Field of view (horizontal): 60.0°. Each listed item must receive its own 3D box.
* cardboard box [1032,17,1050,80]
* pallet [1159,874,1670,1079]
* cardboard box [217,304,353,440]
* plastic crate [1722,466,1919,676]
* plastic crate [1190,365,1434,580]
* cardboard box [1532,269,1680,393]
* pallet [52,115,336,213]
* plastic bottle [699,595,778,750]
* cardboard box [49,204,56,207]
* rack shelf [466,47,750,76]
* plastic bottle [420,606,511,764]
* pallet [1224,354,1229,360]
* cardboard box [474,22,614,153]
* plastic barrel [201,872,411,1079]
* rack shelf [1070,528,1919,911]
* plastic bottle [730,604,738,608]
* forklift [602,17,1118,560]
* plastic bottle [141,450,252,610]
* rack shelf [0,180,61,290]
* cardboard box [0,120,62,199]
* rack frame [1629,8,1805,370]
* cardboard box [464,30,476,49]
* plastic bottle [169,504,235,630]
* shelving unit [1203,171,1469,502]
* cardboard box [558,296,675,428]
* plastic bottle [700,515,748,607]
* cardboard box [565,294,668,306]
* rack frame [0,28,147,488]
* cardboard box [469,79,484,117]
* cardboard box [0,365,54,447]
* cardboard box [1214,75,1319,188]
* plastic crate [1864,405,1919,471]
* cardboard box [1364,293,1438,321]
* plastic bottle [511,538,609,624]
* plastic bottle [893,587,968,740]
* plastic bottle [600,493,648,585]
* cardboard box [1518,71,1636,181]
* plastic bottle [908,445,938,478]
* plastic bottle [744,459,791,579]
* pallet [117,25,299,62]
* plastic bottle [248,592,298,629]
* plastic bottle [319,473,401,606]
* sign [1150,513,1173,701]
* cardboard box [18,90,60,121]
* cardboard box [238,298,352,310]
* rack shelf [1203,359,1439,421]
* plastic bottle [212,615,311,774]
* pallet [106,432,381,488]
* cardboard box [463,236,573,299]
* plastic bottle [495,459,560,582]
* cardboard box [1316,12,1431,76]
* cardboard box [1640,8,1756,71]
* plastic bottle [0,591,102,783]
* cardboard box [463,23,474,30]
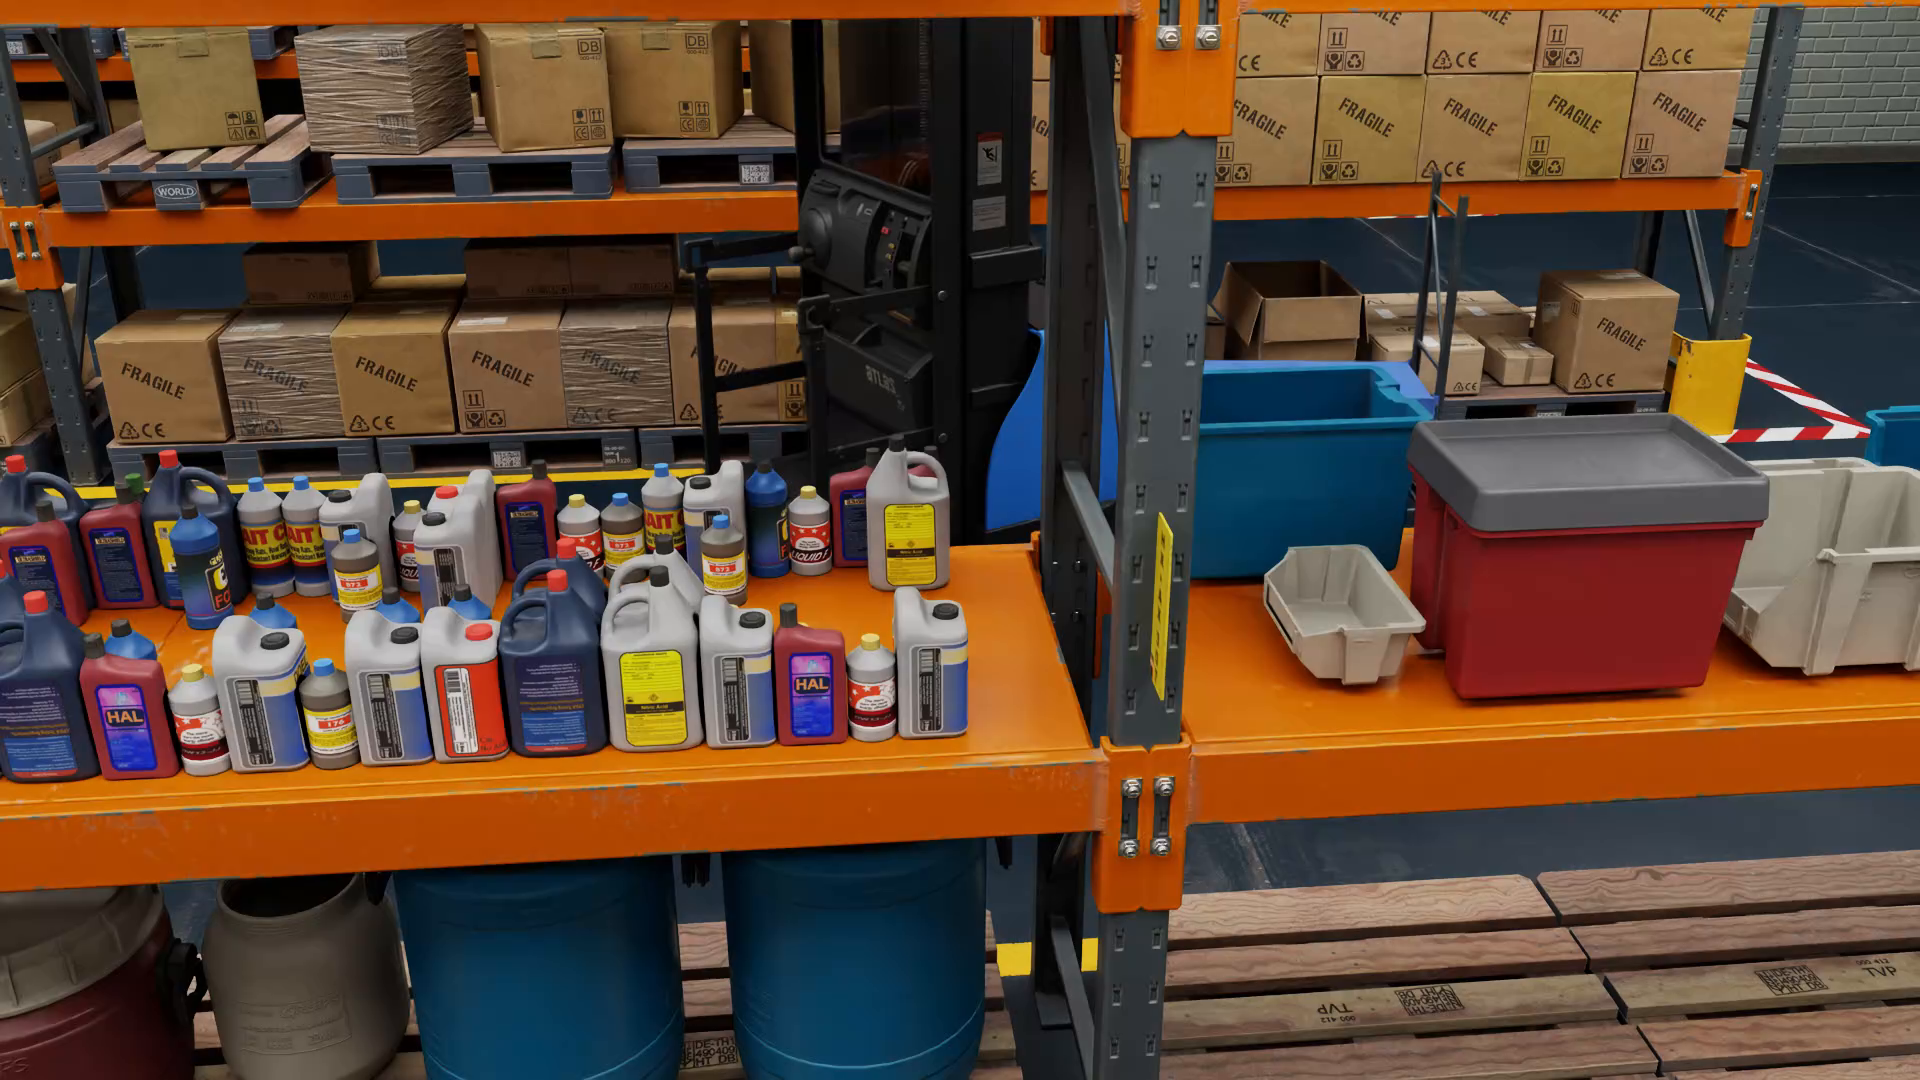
[{"bbox_3d":[0.318,-2.386,7.572,0.500,0.500,0.500,-2,24,-4],"label":"cardboard box"},{"bbox_3d":[1.032,1.253,4.172,1.213,0.211,1.003,-2,24,-5],"label":"pallet"},{"bbox_3d":[-3.158,-0.804,7.901,0.500,0.500,0.500,-3,24,-7],"label":"cardboard box"},{"bbox_3d":[1.842,0.064,3.486,0.530,0.282,0.437,-2,24,-5],"label":"plastic crate"},{"bbox_3d":[0.735,-0.153,3.847,0.575,0.384,0.392,-2,24,-5],"label":"plastic crate"},{"bbox_3d":[3.285,-1.076,8.514,0.500,0.500,0.500,-2,24,-5],"label":"cardboard box"},{"bbox_3d":[-3.492,-1.787,7.813,1.003,0.211,1.213,-2,24,-5],"label":"pallet"},{"bbox_3d":[-0.420,0.241,3.167,0.135,0.276,0.152,-2,24,-5],"label":"plastic bottle"},{"bbox_3d":[-6.879,-2.801,12.395,0.500,0.500,0.700,-2,24,-5],"label":"cardboard box"},{"bbox_3d":[-2.660,-3.572,12.480,4.000,0.370,1.077,-2,24,-5],"label":"rack shelf"},{"bbox_3d":[-0.922,0.261,3.122,0.135,0.276,0.152,-2,24,-5],"label":"plastic bottle"},{"bbox_3d":[1.721,-0.781,8.749,1.213,0.211,1.003,-2,24,-5],"label":"pallet"},{"bbox_3d":[-1.931,-2.121,7.688,0.500,0.500,0.700,-9,25,-18],"label":"cardboard box"},{"bbox_3d":[-1.514,0.998,3.858,0.421,0.512,0.421,0,24,0],"label":"plastic barrel"},{"bbox_3d":[2.295,0.272,3.830,4.000,0.370,1.077,-2,24,-5],"label":"rack shelf"},{"bbox_3d":[-0.451,0.226,3.294,0.097,0.201,0.097,0,24,0],"label":"plastic bottle"},{"bbox_3d":[-0.548,-1.171,6.276,3.031,2.935,1.130,-14,28,-29],"label":"forklift"},{"bbox_3d":[-1.699,-0.031,3.687,0.185,0.351,0.144,-2,24,-5],"label":"plastic bottle"},{"bbox_3d":[-6.150,-1.411,7.616,4.000,0.370,1.077,-2,24,-5],"label":"rack shelf"},{"bbox_3d":[-4.526,-1.782,7.675,0.500,0.311,0.500,-1,24,-2],"label":"cardboard box"},{"bbox_3d":[3.802,-2.138,8.368,0.127,3.000,1.000,-2,24,-5],"label":"rack frame"},{"bbox_3d":[-3.537,-3.678,12.116,0.250,0.149,0.380,-3,24,-6],"label":"cardboard box"},{"bbox_3d":[-1.644,0.053,3.597,0.097,0.271,0.097,0,24,0],"label":"plastic bottle"},{"bbox_3d":[1.520,-0.794,7.190,1.048,1.500,0.538,1,24,1],"label":"shelving unit"},{"bbox_3d":[-1.634,-0.866,8.041,0.500,0.500,0.500,-2,24,-4],"label":"cardboard box"},{"bbox_3d":[-0.527,0.043,3.705,0.097,0.201,0.097,0,24,0],"label":"plastic bottle"},{"bbox_3d":[-1.712,-1.074,8.509,0.500,0.500,0.500,-2,24,-5],"label":"cardboard box"},{"bbox_3d":[-4.160,-1.819,7.650,0.127,3.000,1.000,-2,24,-5],"label":"rack frame"},{"bbox_3d":[-3.905,-3.007,12.452,0.750,0.750,0.750,-3,24,-6],"label":"cardboard box"},{"bbox_3d":[-4.659,-0.635,7.854,0.500,0.250,0.500,-2,24,-4],"label":"cardboard box"},{"bbox_3d":[1.362,-1.975,7.878,0.500,0.500,0.500,-2,24,-5],"label":"cardboard box"},{"bbox_3d":[2.398,-0.146,4.017,0.300,0.233,0.416,-2,24,-5],"label":"plastic crate"},{"bbox_3d":[2.238,-1.136,8.957,0.500,0.250,0.500,-2,24,-5],"label":"cardboard box"},{"bbox_3d":[-0.776,0.164,3.248,0.185,0.351,0.144,-2,24,-5],"label":"plastic bottle"},{"bbox_3d":[-0.056,0.227,3.200,0.135,0.276,0.152,-2,24,-5],"label":"plastic bottle"},{"bbox_3d":[-0.773,-0.009,3.822,0.097,0.201,0.097,0,24,0],"label":"plastic bottle"},{"bbox_3d":[2.867,-2.034,8.010,0.500,0.500,0.500,-2,24,-5],"label":"cardboard box"},{"bbox_3d":[-0.103,-0.081,3.883,0.133,0.283,0.061,-2,24,-5],"label":"plastic bottle"},{"bbox_3d":[-0.445,-0.054,3.838,0.097,0.271,0.097,0,24,0],"label":"plastic bottle"},{"bbox_3d":[-5.349,-3.662,12.032,1.003,0.211,1.213,-2,24,-5],"label":"pallet"},{"bbox_3d":[-1.317,0.228,3.202,0.097,0.271,0.097,0,24,0],"label":"plastic bottle"},{"bbox_3d":[-1.346,-0.009,3.730,0.135,0.276,0.152,-2,24,-5],"label":"plastic bottle"},{"bbox_3d":[0.356,0.119,2.947,0.005,0.325,0.100,-2,24,-5],"label":"sign"},{"bbox_3d":[-6.945,-3.140,12.235,0.500,0.250,0.500,-3,24,-7],"label":"cardboard box"},{"bbox_3d":[-3.252,-1.010,8.365,0.500,0.500,0.500,-1,24,-3],"label":"cardboard box"},{"bbox_3d":[1.520,-0.630,7.263,1.000,0.185,0.538,1,24,1],"label":"rack shelf"},{"bbox_3d":[-1.286,0.276,3.089,0.135,0.276,0.152,-2,24,-5],"label":"plastic bottle"},{"bbox_3d":[-3.413,-0.559,8.249,1.213,0.211,1.003,-2,24,-5],"label":"pallet"},{"bbox_3d":[-2.179,-1.399,8.318,0.500,0.250,0.500,-3,24,-6],"label":"cardboard box"},{"bbox_3d":[-0.986,-0.046,3.803,0.133,0.283,0.061,-2,24,-5],"label":"plastic bottle"},{"bbox_3d":[1.857,-2.449,7.712,0.500,0.500,0.500,-2,24,-4],"label":"cardboard box"},{"bbox_3d":[3.386,-2.512,7.855,0.500,0.500,0.500,-3,24,-6],"label":"cardboard box"},{"bbox_3d":[-1.675,0.259,3.035,0.185,0.351,0.144,-2,24,-5],"label":"plastic bottle"},{"bbox_3d":[-3.620,-3.945,11.919,0.500,0.500,0.500,-2,24,-3],"label":"cardboard box"}]
